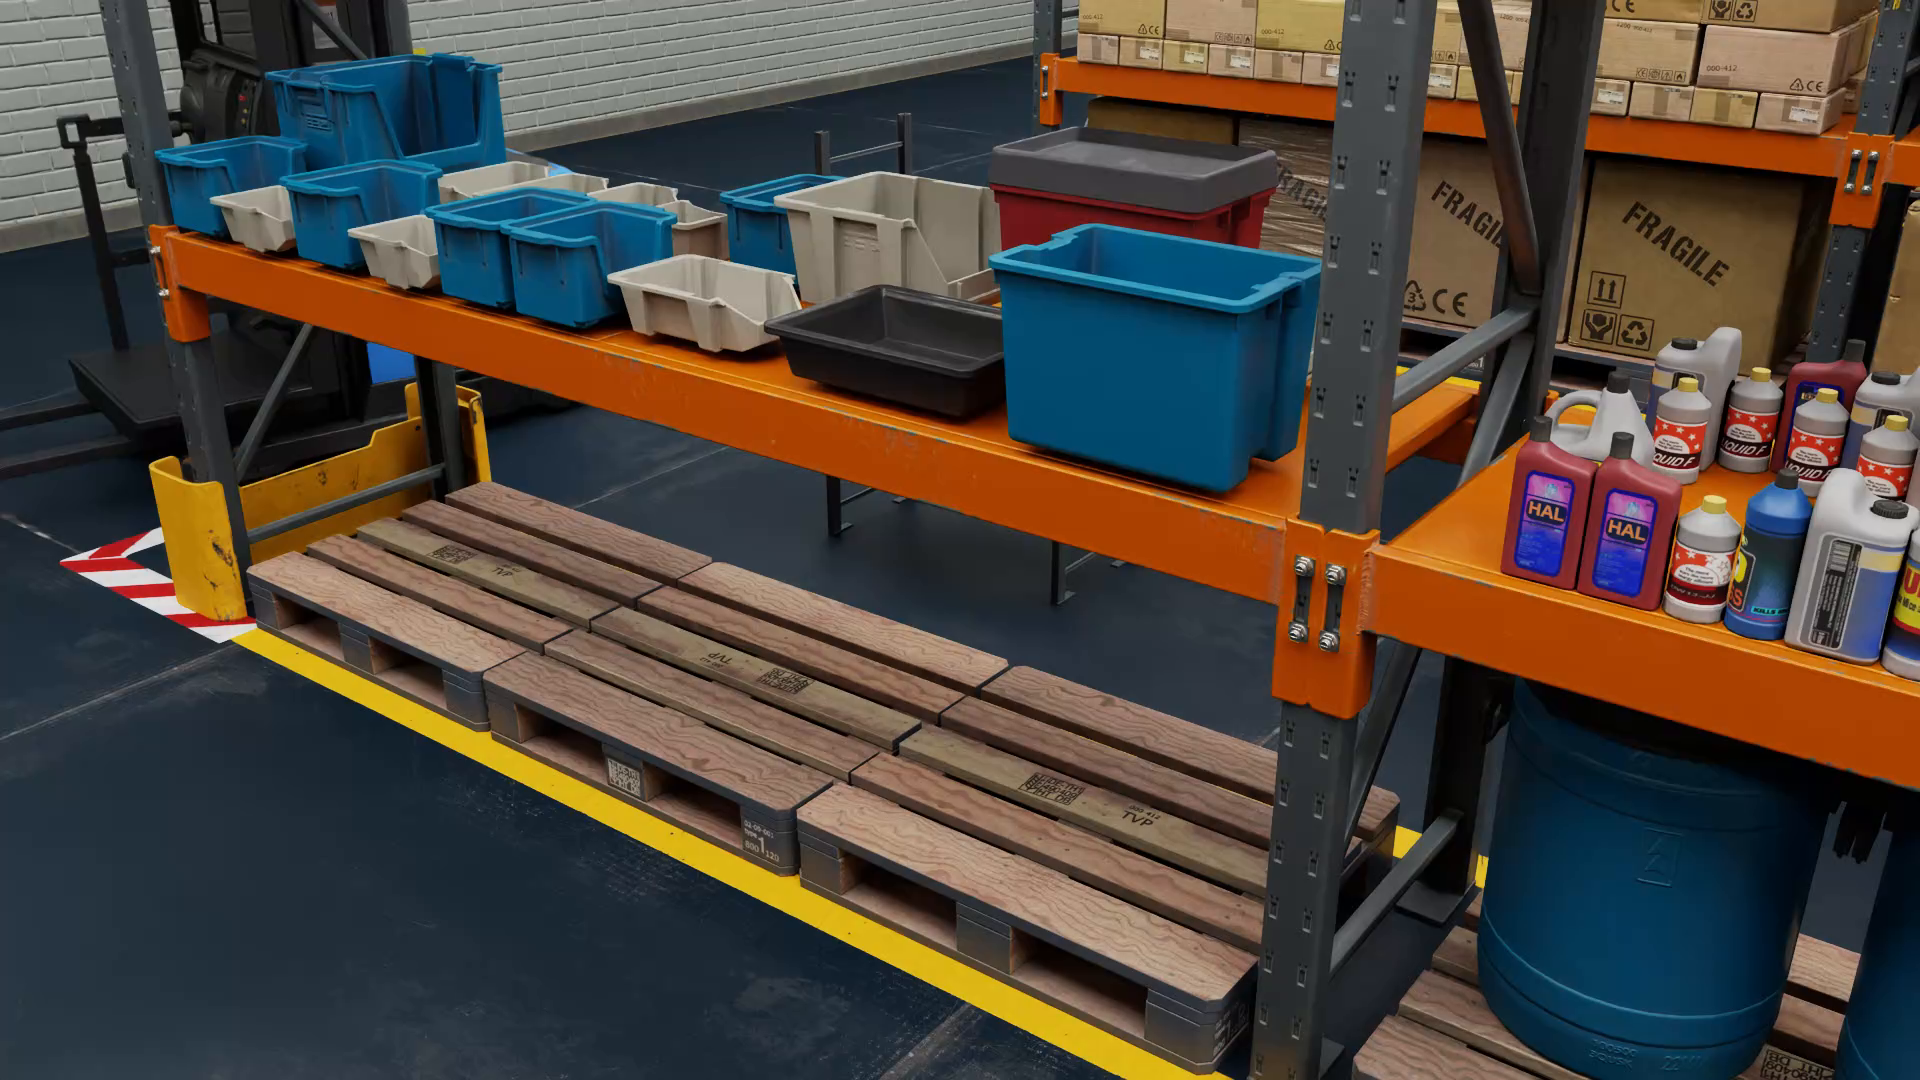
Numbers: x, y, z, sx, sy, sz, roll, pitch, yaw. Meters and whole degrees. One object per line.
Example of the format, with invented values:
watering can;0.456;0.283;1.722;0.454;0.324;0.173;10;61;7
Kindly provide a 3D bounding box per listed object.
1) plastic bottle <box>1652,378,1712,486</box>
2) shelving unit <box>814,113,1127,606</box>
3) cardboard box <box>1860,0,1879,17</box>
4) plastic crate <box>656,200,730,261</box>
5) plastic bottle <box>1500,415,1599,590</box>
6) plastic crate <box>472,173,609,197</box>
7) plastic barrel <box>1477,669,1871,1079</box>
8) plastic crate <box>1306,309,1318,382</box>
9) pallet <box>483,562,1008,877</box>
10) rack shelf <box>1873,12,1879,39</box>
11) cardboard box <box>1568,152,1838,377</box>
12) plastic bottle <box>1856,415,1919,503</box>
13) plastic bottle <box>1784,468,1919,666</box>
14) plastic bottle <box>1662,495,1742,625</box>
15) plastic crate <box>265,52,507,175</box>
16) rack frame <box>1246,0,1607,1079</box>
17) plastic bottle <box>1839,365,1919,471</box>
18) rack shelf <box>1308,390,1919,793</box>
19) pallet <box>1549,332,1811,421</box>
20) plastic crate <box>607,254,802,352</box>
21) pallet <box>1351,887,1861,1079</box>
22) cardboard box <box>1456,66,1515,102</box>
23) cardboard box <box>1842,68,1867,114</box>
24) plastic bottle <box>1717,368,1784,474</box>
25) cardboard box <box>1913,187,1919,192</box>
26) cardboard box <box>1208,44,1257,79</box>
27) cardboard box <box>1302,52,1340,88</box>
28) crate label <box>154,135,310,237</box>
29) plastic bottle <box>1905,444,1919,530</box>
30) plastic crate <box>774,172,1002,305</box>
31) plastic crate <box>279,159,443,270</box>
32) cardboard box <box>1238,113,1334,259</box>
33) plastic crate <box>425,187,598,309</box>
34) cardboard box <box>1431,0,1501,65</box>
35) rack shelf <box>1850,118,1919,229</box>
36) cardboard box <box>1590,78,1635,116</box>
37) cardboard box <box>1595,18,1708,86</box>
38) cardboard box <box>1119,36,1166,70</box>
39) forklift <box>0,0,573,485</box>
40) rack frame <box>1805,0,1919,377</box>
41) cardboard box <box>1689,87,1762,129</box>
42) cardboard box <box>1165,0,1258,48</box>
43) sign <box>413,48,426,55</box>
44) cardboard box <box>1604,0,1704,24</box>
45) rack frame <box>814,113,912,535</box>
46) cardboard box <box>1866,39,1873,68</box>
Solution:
plastic bottle;1.416;-0.218;3.271;0.097;0.201;0.097;0;24;0
shelving unit;0.068;-0.666;5.901;1.048;1.500;0.538;17;29;33
cardboard box;3.708;-2.552;7.208;0.500;0.500;0.500;17;29;33
plastic crate;-0.764;-0.880;4.780;0.250;0.136;0.298;17;29;33
plastic bottle;1.005;-0.065;2.822;0.133;0.283;0.061;17;29;33
plastic crate;-1.249;-1.005;5.064;0.243;0.136;0.396;17;29;33
plastic barrel;1.392;0.560;3.340;0.708;0.901;0.600;17;29;33
plastic crate;0.680;-0.410;3.714;0.243;0.136;0.396;17;29;33
pallet;-0.625;0.471;4.919;1.213;0.211;1.003;17;29;33
rack shelf;5.393;-3.673;11.759;4.000;0.370;1.077;17;29;33
cardboard box;3.458;-1.348;7.704;0.875;0.875;0.875;17;29;33
plastic bottle;1.709;-0.130;3.071;0.097;0.201;0.097;0;24;0
plastic bottle;1.402;0.035;2.604;0.135;0.276;0.152;17;29;33
plastic bottle;1.215;0.027;2.716;0.097;0.201;0.097;0;24;0
plastic crate;-1.854;-1.335;5.442;0.499;0.435;0.616;17;29;33
rack frame;0.967;-0.345;3.312;0.127;3.000;1.000;17;29;33
plastic bottle;1.769;-0.209;3.157;0.135;0.276;0.152;17;29;33
rack shelf;2.568;0.468;2.360;4.000;0.370;1.077;17;29;33
pallet;3.376;-0.876;7.976;1.213;0.211;1.003;17;29;33
plastic crate;-0.607;-0.576;4.089;0.466;0.136;0.293;17;29;33
pallet;1.560;1.131;3.421;1.213;0.211;1.003;17;29;33
cardboard box;2.469;-2.107;7.622;0.250;0.149;0.380;16;29;32
cardboard box;3.900;-2.007;7.396;0.250;0.149;0.380;17;29;33
plastic bottle;1.586;-0.244;3.329;0.097;0.201;0.097;0;24;0
cardboard box;6.475;-2.391;10.972;0.250;0.149;0.380;17;29;34
cardboard box;1.444;-2.417;8.327;0.250;0.149;0.380;16;29;33
cardboard box;1.853;-2.293;8.045;0.250;0.149;0.380;16;29;33
crate label;-2.233;-1.097;5.153;0.303;0.233;0.416;17;29;33
plastic bottle;1.812;-0.159;2.952;0.185;0.351;0.144;17;29;33
plastic crate;-0.144;-0.747;4.297;0.530;0.282;0.437;17;29;33
plastic crate;-1.707;-0.938;4.792;0.300;0.233;0.416;17;29;33
cardboard box;2.025;-1.781;8.686;0.875;0.875;0.875;17;29;33
plastic crate;-1.180;-0.779;4.430;0.300;0.233;0.416;17;29;33
cardboard box;2.200;-2.404;7.802;0.500;0.250;0.500;16;28;32
rack shelf;5.538;-1.130;5.987;4.000;0.370;1.077;17;29;33
cardboard box;2.880;-1.982;7.341;0.250;0.149;0.380;17;29;34
cardboard box;3.011;-2.157;7.242;0.500;0.250;0.500;18;29;35
cardboard box;1.029;-2.541;8.609;0.250;0.149;0.380;16;29;33
forklift;-3.131;-1.753;6.594;3.031;2.935;1.130;-18;30;-35
rack frame;3.938;-1.943;6.939;0.127;3.000;1.000;17;29;33
cardboard box;3.291;-1.858;7.059;0.250;0.149;0.380;17;29;34
cardboard box;1.379;-2.651;8.363;0.500;0.250;0.500;16;29;33
sign;-1.917;-1.568;5.887;0.005;0.325;0.100;17;29;33
cardboard box;3.011;-2.501;7.093;0.500;0.500;0.500;17;29;34
rack frame;-0.339;-0.789;6.180;0.032;1.500;0.500;17;29;33
cardboard box;8.726;-4.563;15.542;0.875;0.438;0.875;16;28;32
